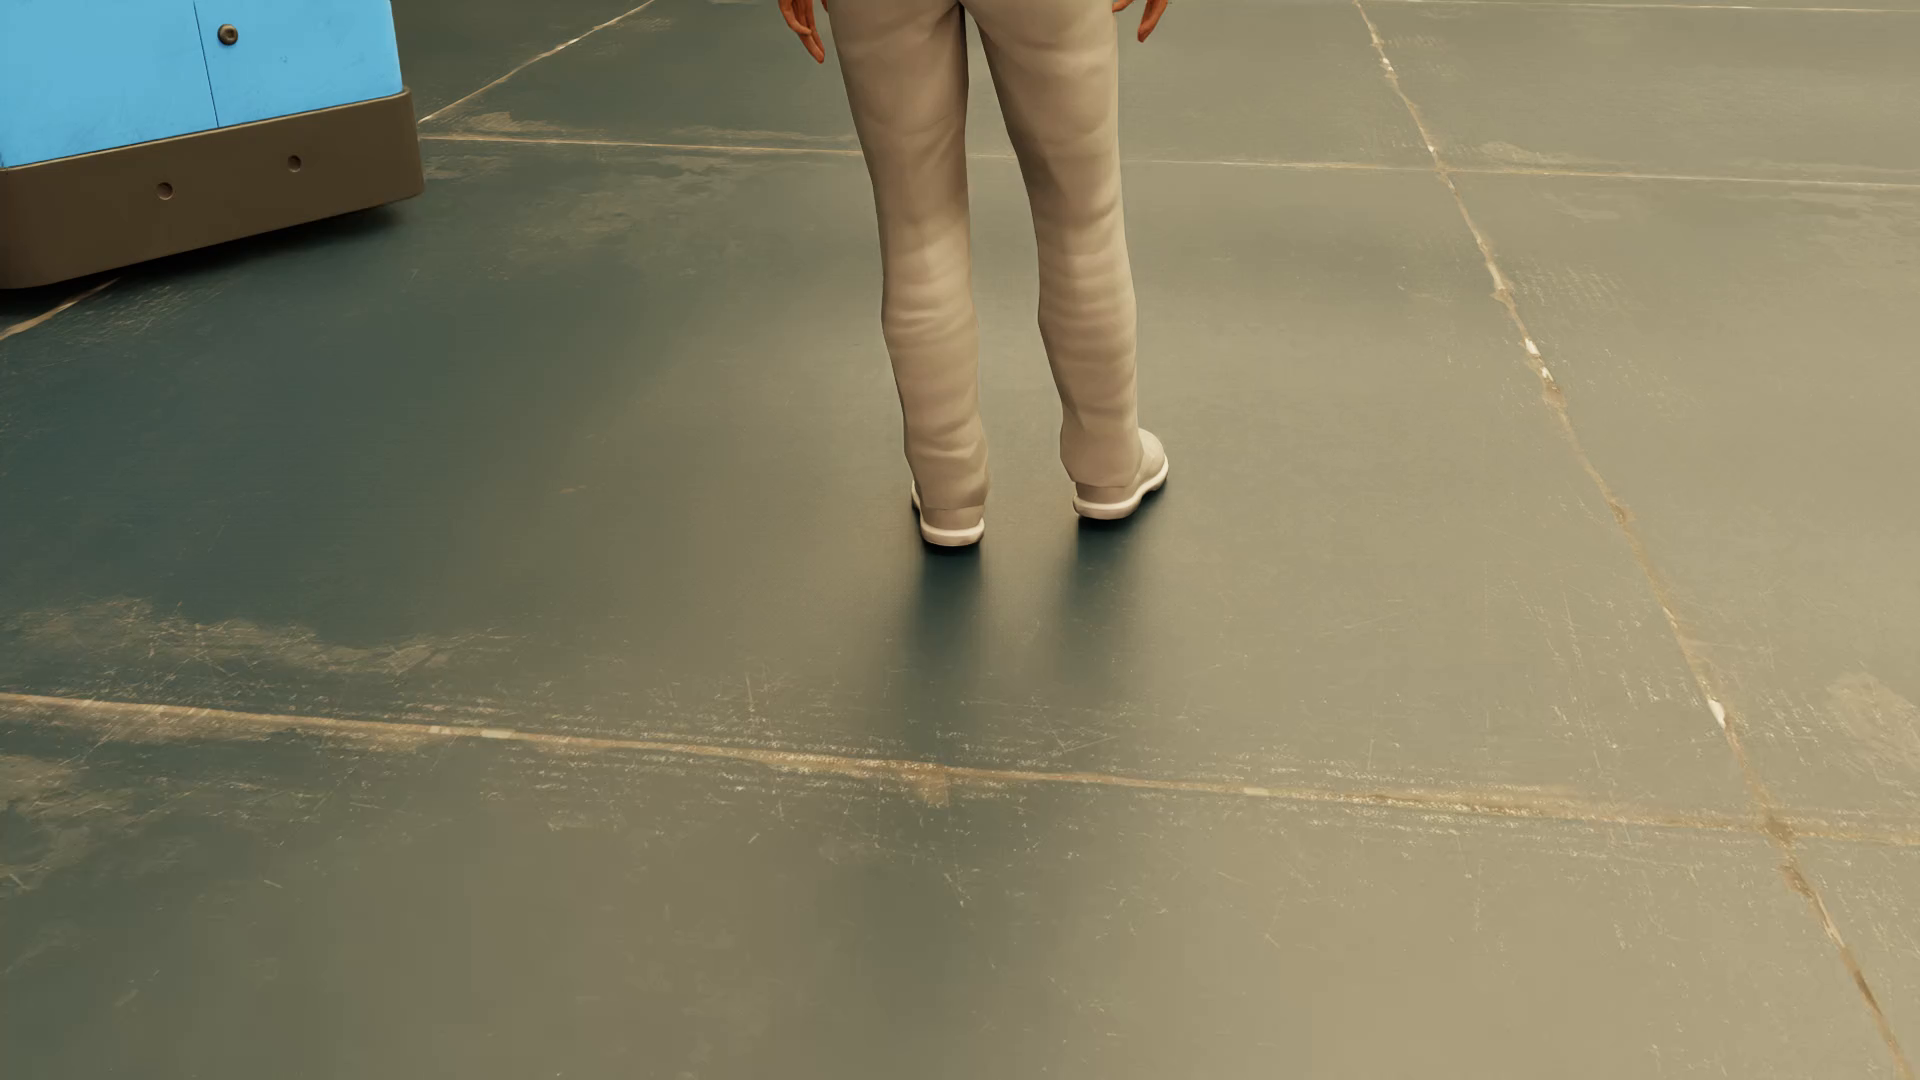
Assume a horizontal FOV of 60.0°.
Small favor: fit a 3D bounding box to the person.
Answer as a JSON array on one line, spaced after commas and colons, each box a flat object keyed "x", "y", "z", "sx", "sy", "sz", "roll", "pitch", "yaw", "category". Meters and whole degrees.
[{"x": 0.030, "y": -0.797, "z": 2.183, "sx": 0.569, "sy": 1.695, "sz": 0.528, "roll": 3, "pitch": 27, "yaw": 7, "category": "person"}]

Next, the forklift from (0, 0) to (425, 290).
[{"x": -2.768, "y": -2.335, "z": 3.898, "sx": 3.031, "sy": 2.935, "sz": 1.130, "roll": 20, "pitch": 33, "yaw": 34, "category": "forklift"}]
